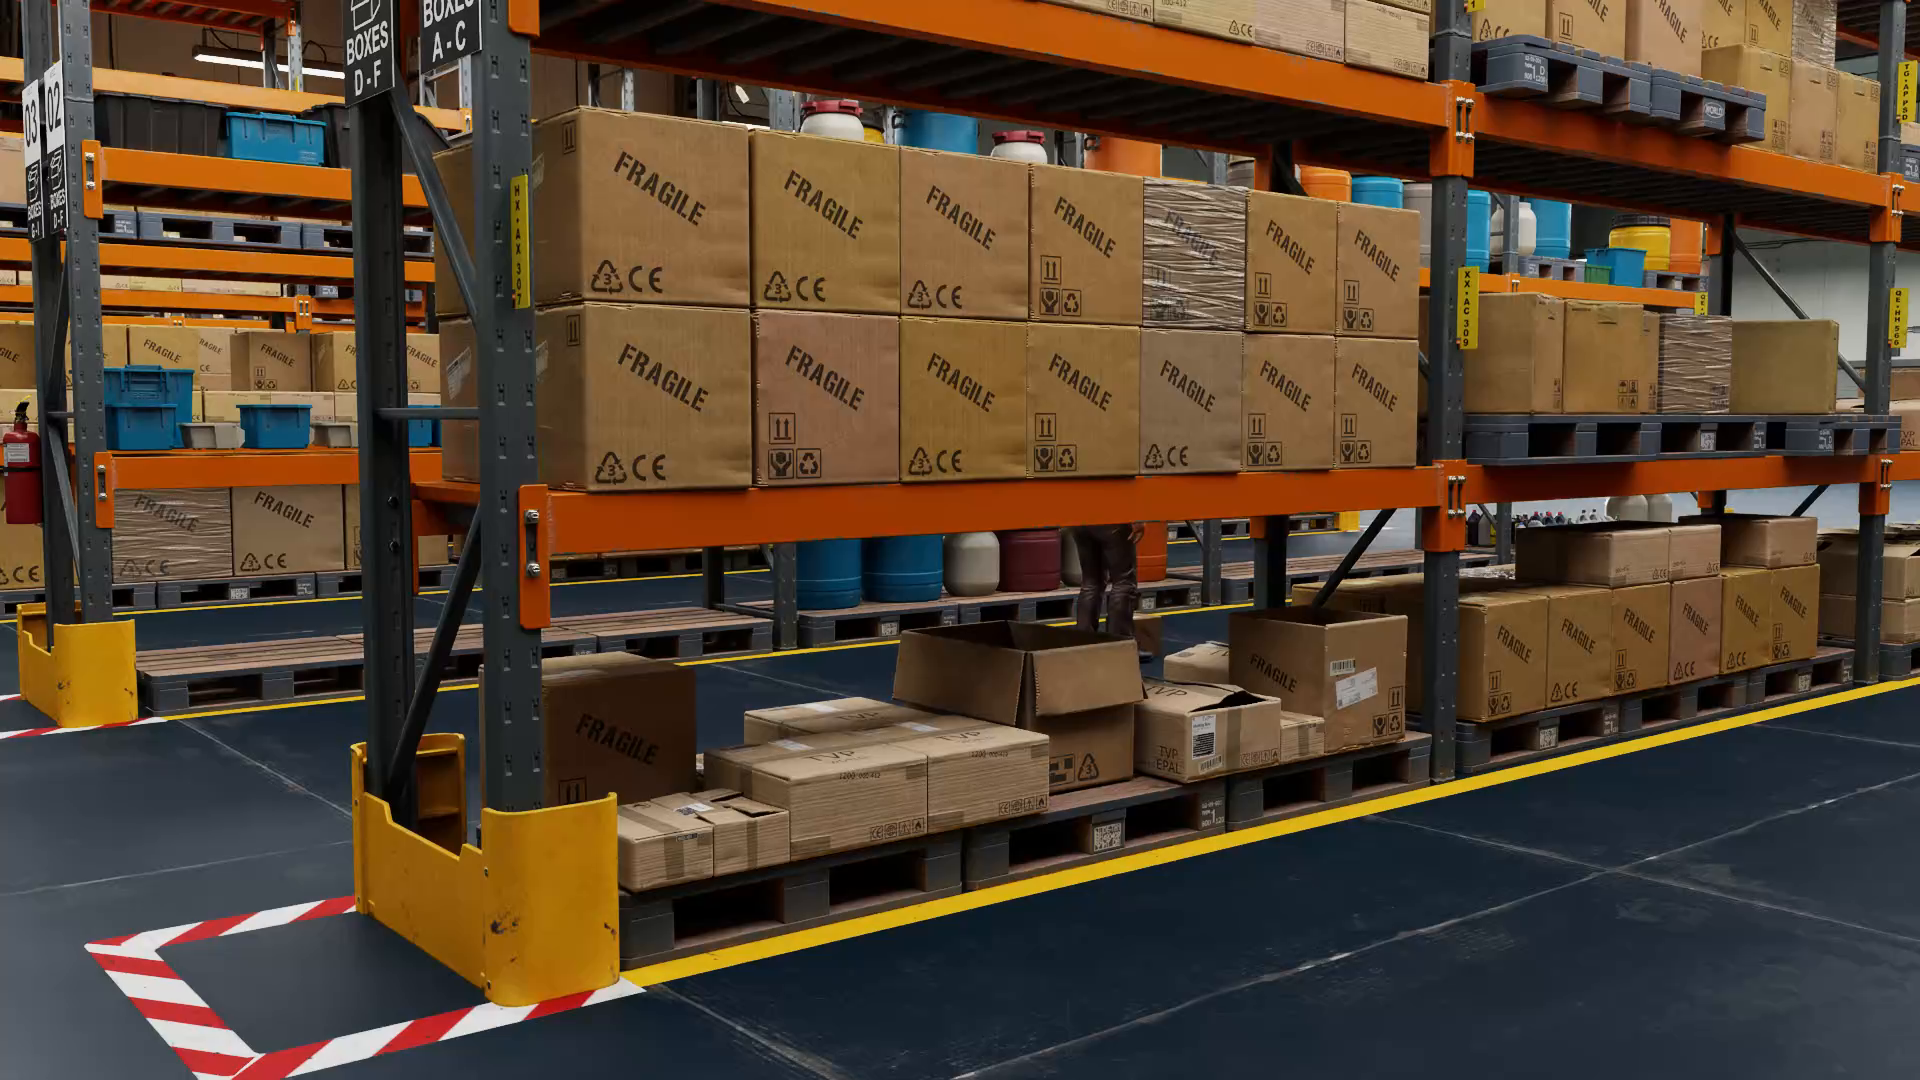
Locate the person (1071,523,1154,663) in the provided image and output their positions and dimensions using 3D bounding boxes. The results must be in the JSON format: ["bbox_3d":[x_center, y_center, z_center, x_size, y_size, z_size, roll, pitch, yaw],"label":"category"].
[{"bbox_3d":[0.880,-0.118,10.219,0.418,1.721,0.581,-3,5,-38],"label":"person"}]
